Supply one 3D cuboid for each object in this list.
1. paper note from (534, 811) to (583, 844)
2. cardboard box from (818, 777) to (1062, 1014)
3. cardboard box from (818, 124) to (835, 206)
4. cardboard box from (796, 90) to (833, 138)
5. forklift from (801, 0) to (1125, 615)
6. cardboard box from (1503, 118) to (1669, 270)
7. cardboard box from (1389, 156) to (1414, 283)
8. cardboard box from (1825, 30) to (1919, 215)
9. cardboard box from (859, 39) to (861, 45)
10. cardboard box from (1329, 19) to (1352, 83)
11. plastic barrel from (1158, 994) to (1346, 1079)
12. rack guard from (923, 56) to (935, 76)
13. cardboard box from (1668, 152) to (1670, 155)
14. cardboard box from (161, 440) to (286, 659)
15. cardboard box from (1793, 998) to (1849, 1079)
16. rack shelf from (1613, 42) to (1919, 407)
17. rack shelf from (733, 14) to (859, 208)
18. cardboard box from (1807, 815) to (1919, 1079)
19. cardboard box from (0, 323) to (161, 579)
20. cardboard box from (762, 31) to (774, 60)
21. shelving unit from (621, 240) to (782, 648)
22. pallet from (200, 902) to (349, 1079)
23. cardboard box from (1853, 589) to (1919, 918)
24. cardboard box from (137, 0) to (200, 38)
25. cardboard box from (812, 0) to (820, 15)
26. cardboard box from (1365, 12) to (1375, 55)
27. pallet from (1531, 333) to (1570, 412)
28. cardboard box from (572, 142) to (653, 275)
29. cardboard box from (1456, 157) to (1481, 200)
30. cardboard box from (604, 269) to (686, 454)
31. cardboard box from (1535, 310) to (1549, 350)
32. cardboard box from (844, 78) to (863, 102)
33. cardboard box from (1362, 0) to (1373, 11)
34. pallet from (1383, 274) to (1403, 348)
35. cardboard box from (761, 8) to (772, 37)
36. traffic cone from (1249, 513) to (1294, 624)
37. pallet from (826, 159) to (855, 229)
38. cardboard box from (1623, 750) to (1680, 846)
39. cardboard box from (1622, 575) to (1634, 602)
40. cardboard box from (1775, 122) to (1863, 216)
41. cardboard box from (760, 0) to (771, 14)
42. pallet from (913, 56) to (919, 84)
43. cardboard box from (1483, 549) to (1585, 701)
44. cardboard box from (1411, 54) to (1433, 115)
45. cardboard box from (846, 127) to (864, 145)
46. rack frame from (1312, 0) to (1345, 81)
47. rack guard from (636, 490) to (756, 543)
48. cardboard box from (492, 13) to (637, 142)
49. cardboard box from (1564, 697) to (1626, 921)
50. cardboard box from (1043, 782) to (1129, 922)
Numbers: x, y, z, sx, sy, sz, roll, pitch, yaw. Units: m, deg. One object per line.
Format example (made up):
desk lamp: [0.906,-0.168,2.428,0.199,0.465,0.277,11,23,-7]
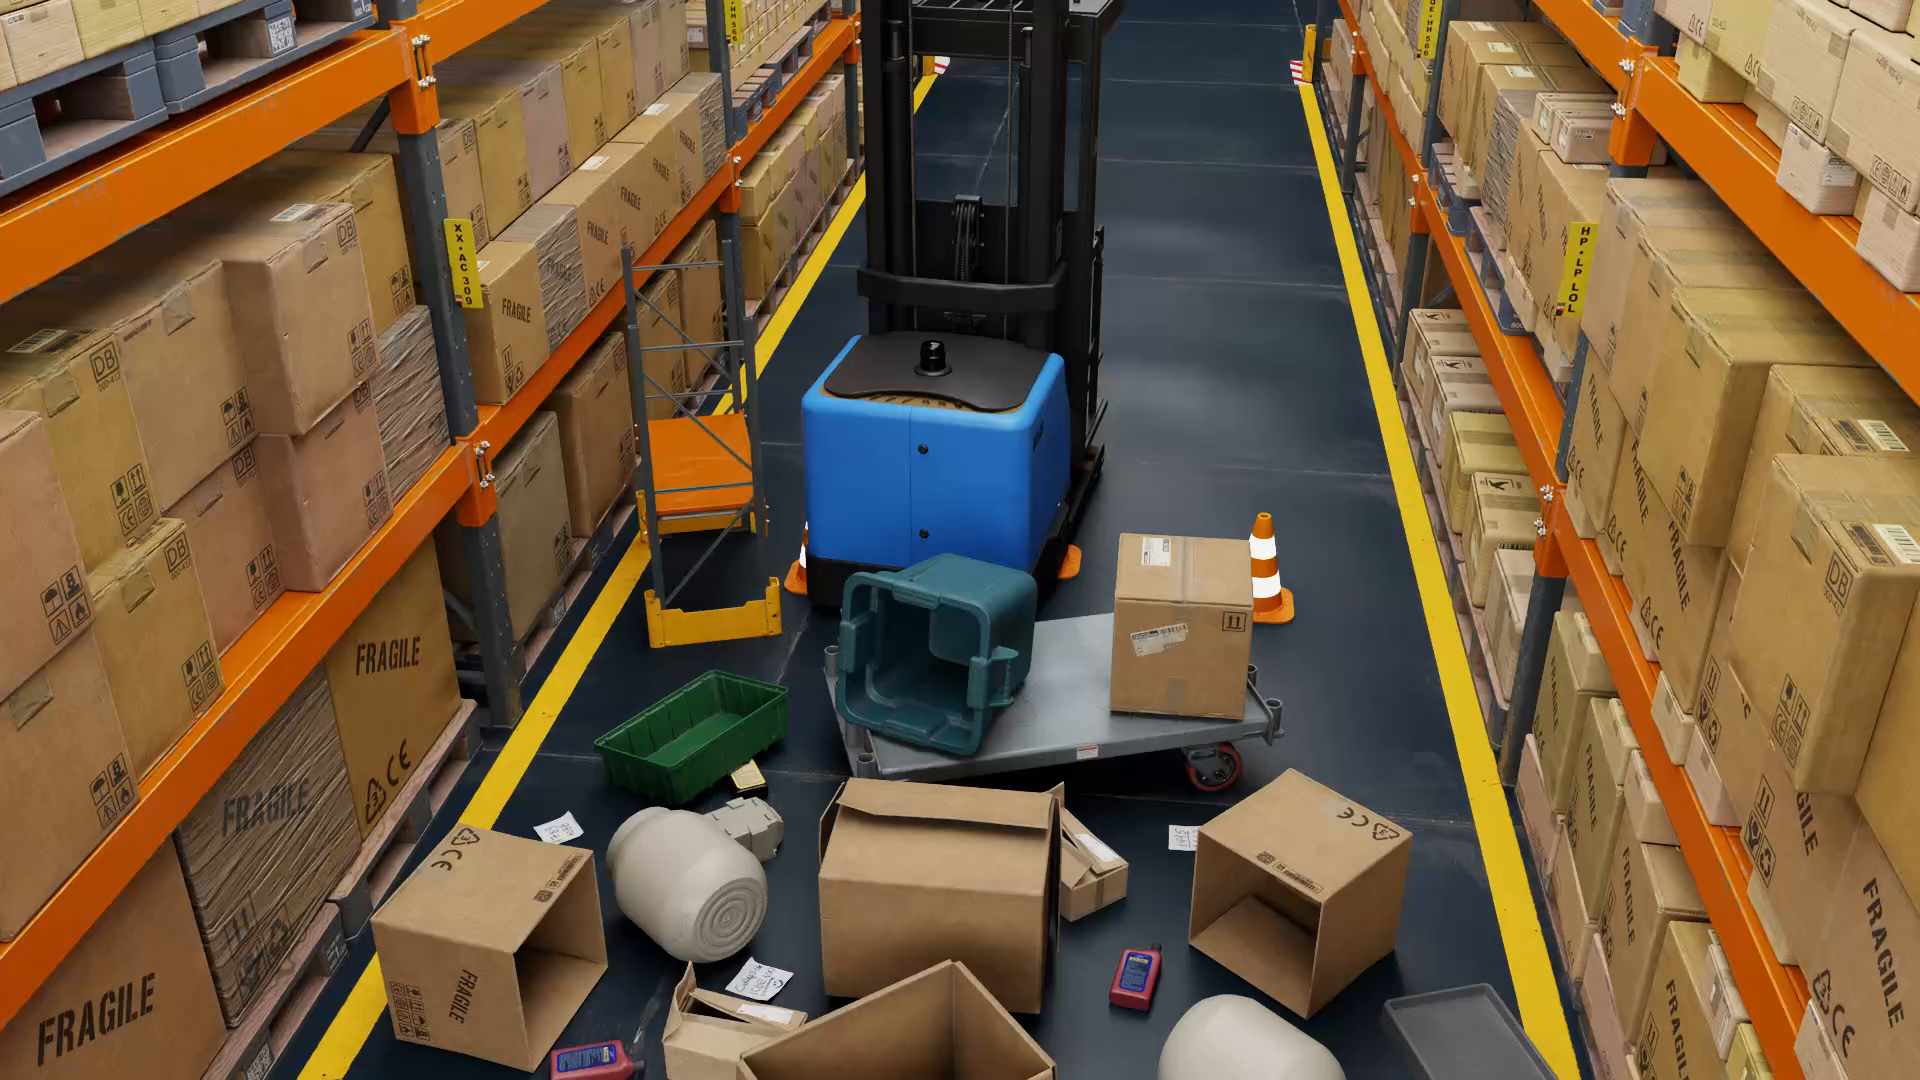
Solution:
paper note: [-1.499,1.079,6.214,0.147,0.020,0.142,-17,33,-29]
cardboard box: [-0.072,1.151,5.440,0.797,0.637,0.503,3,28,6]
cardboard box: [-1.239,-2.842,12.556,0.500,0.500,0.500,3,28,5]
cardboard box: [-1.252,-3.170,12.374,0.500,0.250,0.500,5,29,9]
forklift: [0.152,-1.578,8.089,1.130,2.935,3.031,7,29,12]
cardboard box: [2.567,-1.423,6.867,0.500,0.500,0.500,4,29,8]
cardboard box: [3.380,-2.229,11.022,0.875,0.875,0.875,4,29,7]
cardboard box: [2.096,-0.835,3.318,0.500,0.250,0.500,4,29,7]
cardboard box: [-0.867,-4.563,15.493,0.380,0.149,0.250,2,28,4]
cardboard box: [4.098,-4.745,16.154,0.875,0.438,0.875,2,28,4]
plastic barrel: [0.870,1.600,4.833,0.421,0.421,0.512,-24,36,-37]
rack guard: [-0.855,-5.109,17.206,1.175,0.500,0.348,3,28,6]
cardboard box: [3.087,-1.388,6.802,0.500,0.500,0.500,3,28,6]
cardboard box: [-2.577,0.019,4.893,0.875,0.550,0.550,3,28,6]
cardboard box: [1.928,1.080,3.347,0.380,0.149,0.250,4,29,7]
rack shelf: [2.364,-0.419,3.461,1.077,0.370,4.000,3,28,6]
rack shelf: [-1.580,-3.104,11.608,1.077,0.370,4.000,3,28,6]
cardboard box: [1.978,0.845,3.101,0.500,0.500,0.500,3,29,6]
cardboard box: [-2.607,-0.205,4.170,0.875,0.550,0.500,3,28,6]
cardboard box: [-1.443,-3.258,10.958,0.380,0.149,0.250,4,29,8]
shelving unit: [-1.195,-0.460,7.522,0.587,1.500,1.083,-6,29,-10]
pallet: [-2.633,1.560,5.131,1.003,0.211,1.213,3,28,6]
cardboard box: [2.035,0.420,2.834,0.700,0.500,0.500,4,29,7]
cardboard box: [-2.167,-1.367,4.179,0.380,0.149,0.250,4,29,7]
cardboard box: [-1.251,-3.999,12.332,0.380,0.149,0.250,3,28,6]
cardboard box: [3.212,-3.621,11.966,0.500,0.250,0.500,3,28,5]
pallet: [2.848,-0.623,6.447,1.003,0.211,1.213,3,28,6]
cardboard box: [-1.797,-1.584,7.923,0.500,0.500,0.500,4,29,7]
cardboard box: [2.674,-1.786,8.224,0.380,0.149,0.250,4,29,6]
cardboard box: [-2.093,-0.981,8.837,1.050,0.750,0.750,4,29,7]
cardboard box: [2.448,-0.812,6.417,0.380,0.149,0.250,3,28,5]
cardboard box: [-0.995,-3.830,14.133,0.380,0.149,0.250,5,29,9]
cardboard box: [3.256,-4.086,12.302,0.500,0.250,0.500,3,28,5]
pallet: [3.271,-1.378,10.586,1.003,0.211,1.213,3,28,6]
cardboard box: [-1.444,-3.390,10.889,0.380,0.149,0.250,3,28,6]
traffic cone: [1.372,0.095,7.585,0.336,0.463,0.334,3,28,6]
pallet: [-1.429,-2.768,13.166,1.003,0.211,1.213,3,28,6]
cardboard box: [2.103,0.740,4.696,0.380,0.149,0.250,5,29,9]
cardboard box: [2.271,0.133,5.106,0.380,0.149,0.250,3,28,6]
cardboard box: [2.083,-0.832,3.734,0.380,0.149,0.250,3,28,5]
cardboard box: [-1.448,-3.516,10.808,0.380,0.149,0.250,5,29,9]
pallet: [-0.989,-4.601,16.568,1.003,0.211,1.213,3,28,6]
cardboard box: [2.671,0.368,6.731,0.950,0.372,0.625,4,29,7]
cardboard box: [2.907,-2.636,9.612,0.500,0.250,0.500,3,28,6]
cardboard box: [-0.972,-3.445,14.045,0.380,0.149,0.250,2,28,4]
rack frame: [4.080,-6.005,16.234,1.000,3.000,0.127,3,28,6]
rack guard: [-1.297,-0.141,8.247,0.587,0.250,0.087,-6,29,-10]
cardboard box: [-2.012,-2.273,8.147,0.700,0.500,0.500,3,28,5]
cardboard box: [2.215,0.854,5.168,0.500,0.500,0.500,4,29,8]
cardboard box: [0.380,1.106,5.917,0.258,0.266,0.396,-17,33,-29]
